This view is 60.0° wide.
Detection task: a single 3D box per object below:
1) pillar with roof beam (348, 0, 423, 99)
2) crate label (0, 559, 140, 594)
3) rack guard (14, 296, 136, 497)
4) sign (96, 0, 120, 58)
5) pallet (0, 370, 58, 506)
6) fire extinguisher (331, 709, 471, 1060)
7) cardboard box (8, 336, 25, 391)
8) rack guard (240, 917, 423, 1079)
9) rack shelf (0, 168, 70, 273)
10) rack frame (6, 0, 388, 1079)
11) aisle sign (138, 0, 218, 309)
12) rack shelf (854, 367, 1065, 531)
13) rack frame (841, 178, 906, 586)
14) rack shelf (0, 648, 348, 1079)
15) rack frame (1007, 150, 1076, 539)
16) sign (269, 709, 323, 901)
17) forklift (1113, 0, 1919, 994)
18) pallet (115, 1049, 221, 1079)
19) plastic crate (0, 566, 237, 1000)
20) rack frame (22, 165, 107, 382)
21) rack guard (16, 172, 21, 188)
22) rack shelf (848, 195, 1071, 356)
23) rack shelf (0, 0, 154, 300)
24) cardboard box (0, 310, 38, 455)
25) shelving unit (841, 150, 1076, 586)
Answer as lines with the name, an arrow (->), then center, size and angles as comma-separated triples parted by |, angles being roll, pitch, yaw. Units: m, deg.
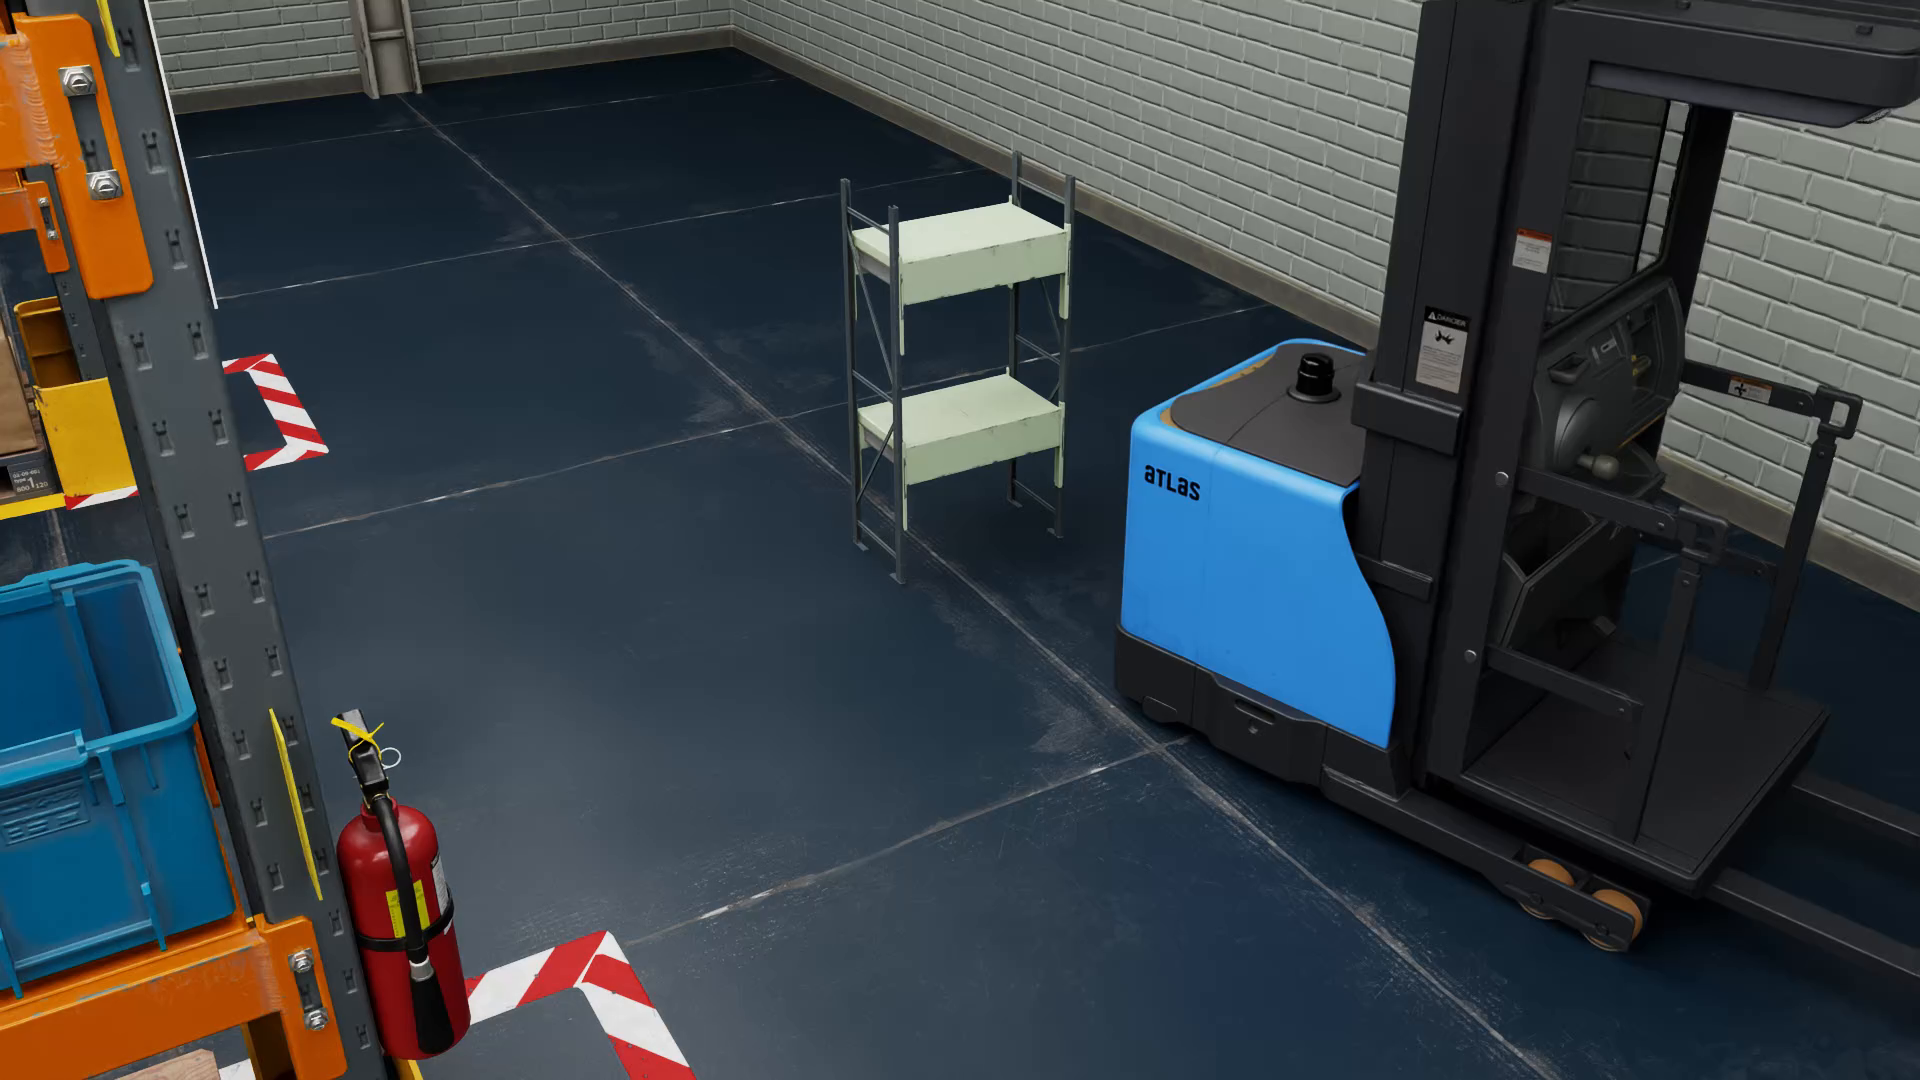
pillar with roof beam -> -2.317, -5.704, 7.772 | 0.400, 9.000, 9.100 | -16, 33, -26
crate label -> -1.748, 0.248, 3.307 | 0.303, 0.233, 0.416 | -16, 33, -26
rack guard -> -3.940, -0.674, 7.453 | 0.348, 0.500, 1.175 | -16, 33, -26
sign -> -1.076, -0.765, 2.035 | 0.005, 0.325, 0.100 | -16, 33, -26
pallet -> -4.627, -0.352, 7.169 | 1.213, 0.211, 1.003 | -16, 33, -26
fire extinguisher -> -1.008, 0.627, 2.975 | 0.183, 0.674, 0.296 | -16, 33, -26
cardboard box -> -4.410, -0.772, 7.539 | 0.250, 0.149, 0.380 | -16, 33, -26
rack guard -> -1.354, 1.361, 3.767 | 0.348, 0.500, 1.175 | -16, 33, -26
rack shelf -> -5.599, -0.982, 6.170 | 4.000, 0.370, 1.077 | -16, 33, -26
rack frame -> -1.369, 0.278, 3.142 | 0.127, 3.000, 1.000 | -16, 33, -26
aisle sign -> -1.158, -0.756, 2.325 | 0.004, 0.787, 0.394 | -16, 33, -26
rack shelf -> -0.006, -0.370, 6.542 | 0.720, 0.370, 0.431 | -16, 33, -26
rack frame -> -0.321, -0.565, 6.222 | 0.023, 1.500, 0.400 | -16, 33, -26
rack shelf -> -3.093, 1.082, 2.429 | 4.000, 0.370, 1.077 | -16, 33, -26
rack frame -> 0.310, -0.745, 6.547 | 0.023, 1.500, 0.400 | -16, 33, -26
sign -> -1.076, 0.431, 2.695 | 0.005, 0.325, 0.100 | -16, 33, -26
forklift -> 1.952, -0.419, 4.476 | 3.031, 2.935, 1.130 | 24, 37, 36
pallet -> -2.099, 1.684, 3.480 | 1.213, 0.211, 1.003 | -16, 33, -26
plastic crate -> -1.563, 0.396, 2.830 | 0.499, 0.435, 0.616 | -16, 33, -26
rack frame -> -3.875, -1.787, 6.883 | 0.127, 3.000, 1.000 | -16, 33, -26
rack guard -> -6.367, -2.761, 11.235 | 0.348, 0.500, 1.175 | -16, 33, -26
rack shelf -> -0.006, -0.997, 6.196 | 0.720, 0.370, 0.431 | -16, 33, -26
rack shelf -> -3.093, -0.231, 1.704 | 4.000, 0.370, 1.077 | -16, 33, -26
cardboard box -> -4.219, -0.649, 6.954 | 0.500, 0.500, 0.500 | -16, 33, -26
shelving unit -> -0.006, -0.655, 6.385 | 0.755, 1.500, 0.431 | -16, 33, -26
